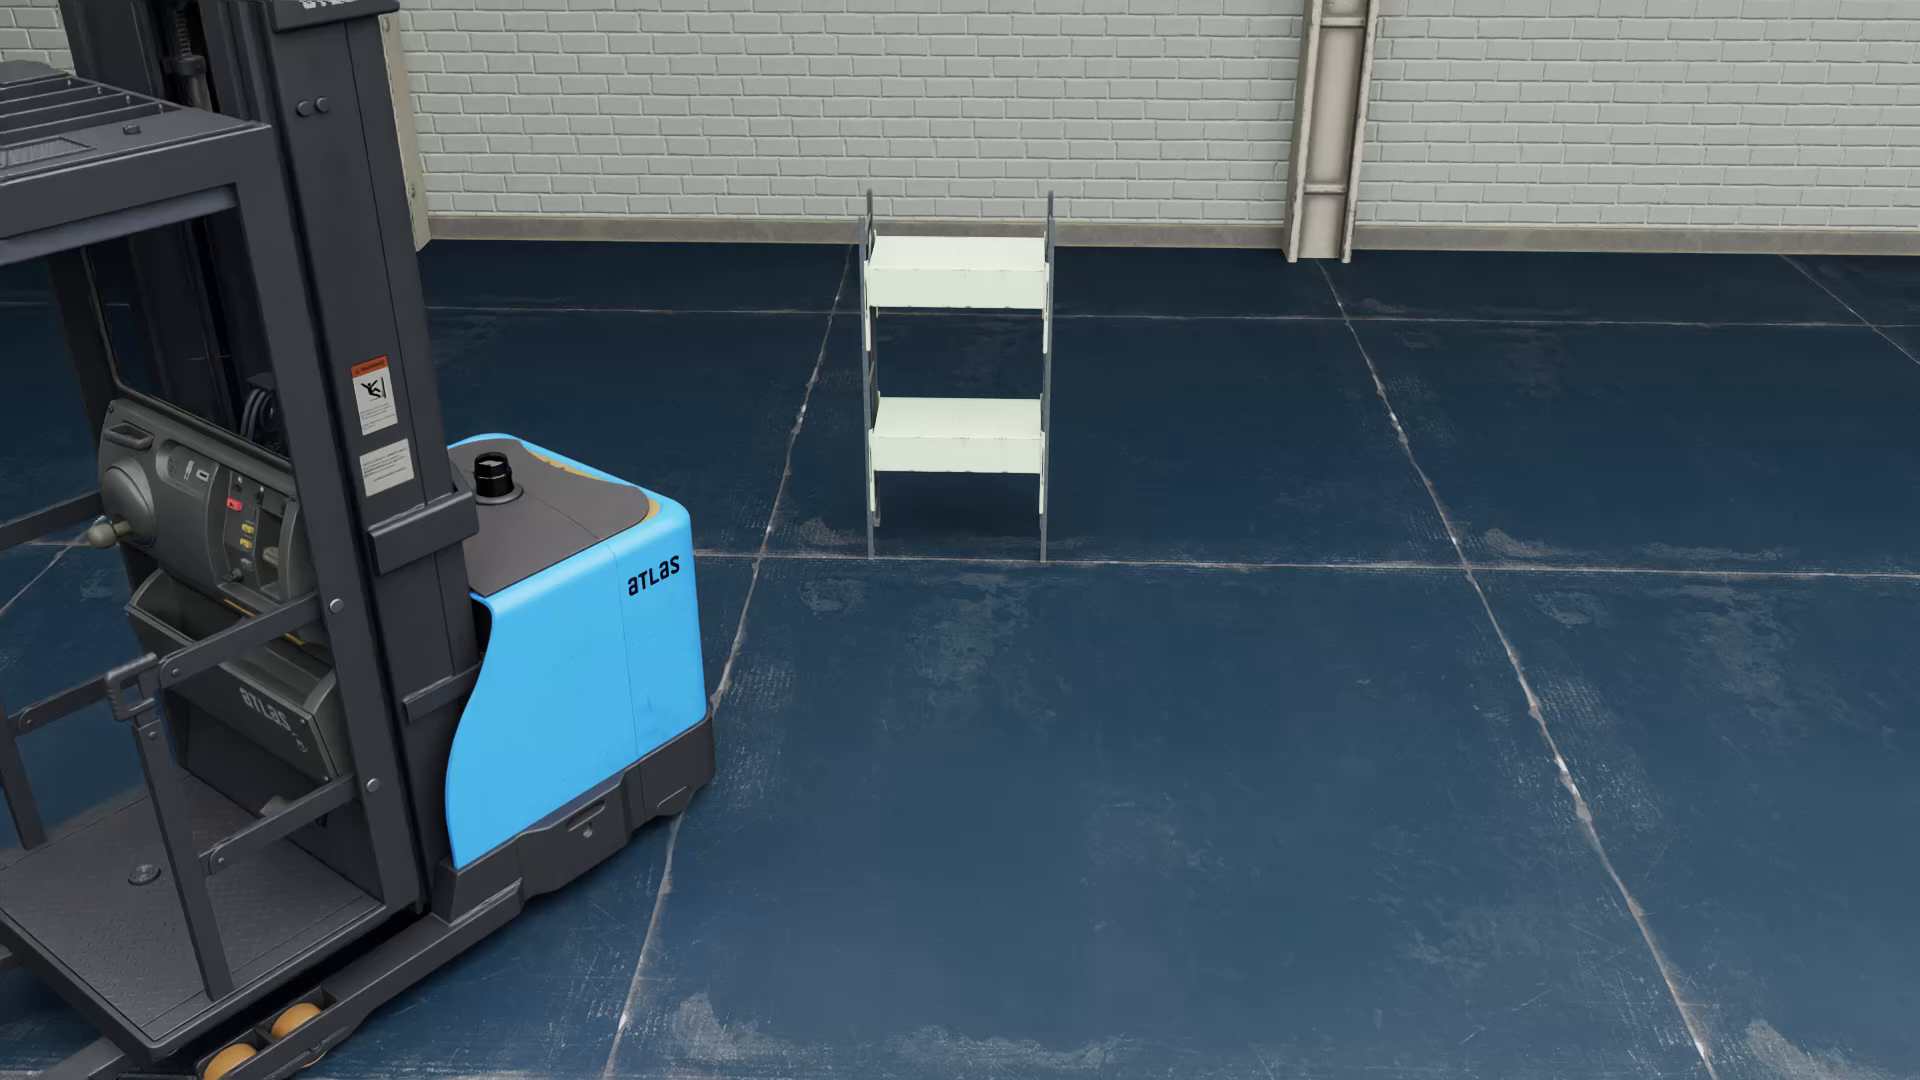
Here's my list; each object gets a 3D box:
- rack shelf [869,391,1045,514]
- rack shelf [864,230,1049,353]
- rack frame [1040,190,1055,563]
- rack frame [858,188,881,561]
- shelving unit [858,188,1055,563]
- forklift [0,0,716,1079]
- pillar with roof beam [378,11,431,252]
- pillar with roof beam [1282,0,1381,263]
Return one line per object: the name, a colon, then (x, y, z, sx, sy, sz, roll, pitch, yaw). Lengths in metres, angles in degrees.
rack shelf: (-0.007, -0.375, 7.052, 0.720, 0.370, 0.431, 1, 28, 2)
rack shelf: (-0.007, -1.008, 6.716, 0.720, 0.370, 0.431, 1, 28, 2)
rack frame: (0.359, -0.657, 6.887, 0.023, 1.500, 0.400, 1, 28, 2)
rack frame: (-0.372, -0.669, 6.910, 0.023, 1.500, 0.400, 1, 28, 2)
shelving unit: (-0.007, -0.663, 6.899, 0.755, 1.500, 0.431, 1, 28, 2)
forklift: (-2.129, -0.050, 4.215, 1.130, 2.935, 3.031, 20, 34, 33)
pillar with roof beam: (-3.856, -3.899, 4.998, 0.400, 9.000, 9.100, 1, 28, 2)
pillar with roof beam: (2.140, -3.800, 4.811, 0.400, 9.000, 9.100, 1, 28, 2)
